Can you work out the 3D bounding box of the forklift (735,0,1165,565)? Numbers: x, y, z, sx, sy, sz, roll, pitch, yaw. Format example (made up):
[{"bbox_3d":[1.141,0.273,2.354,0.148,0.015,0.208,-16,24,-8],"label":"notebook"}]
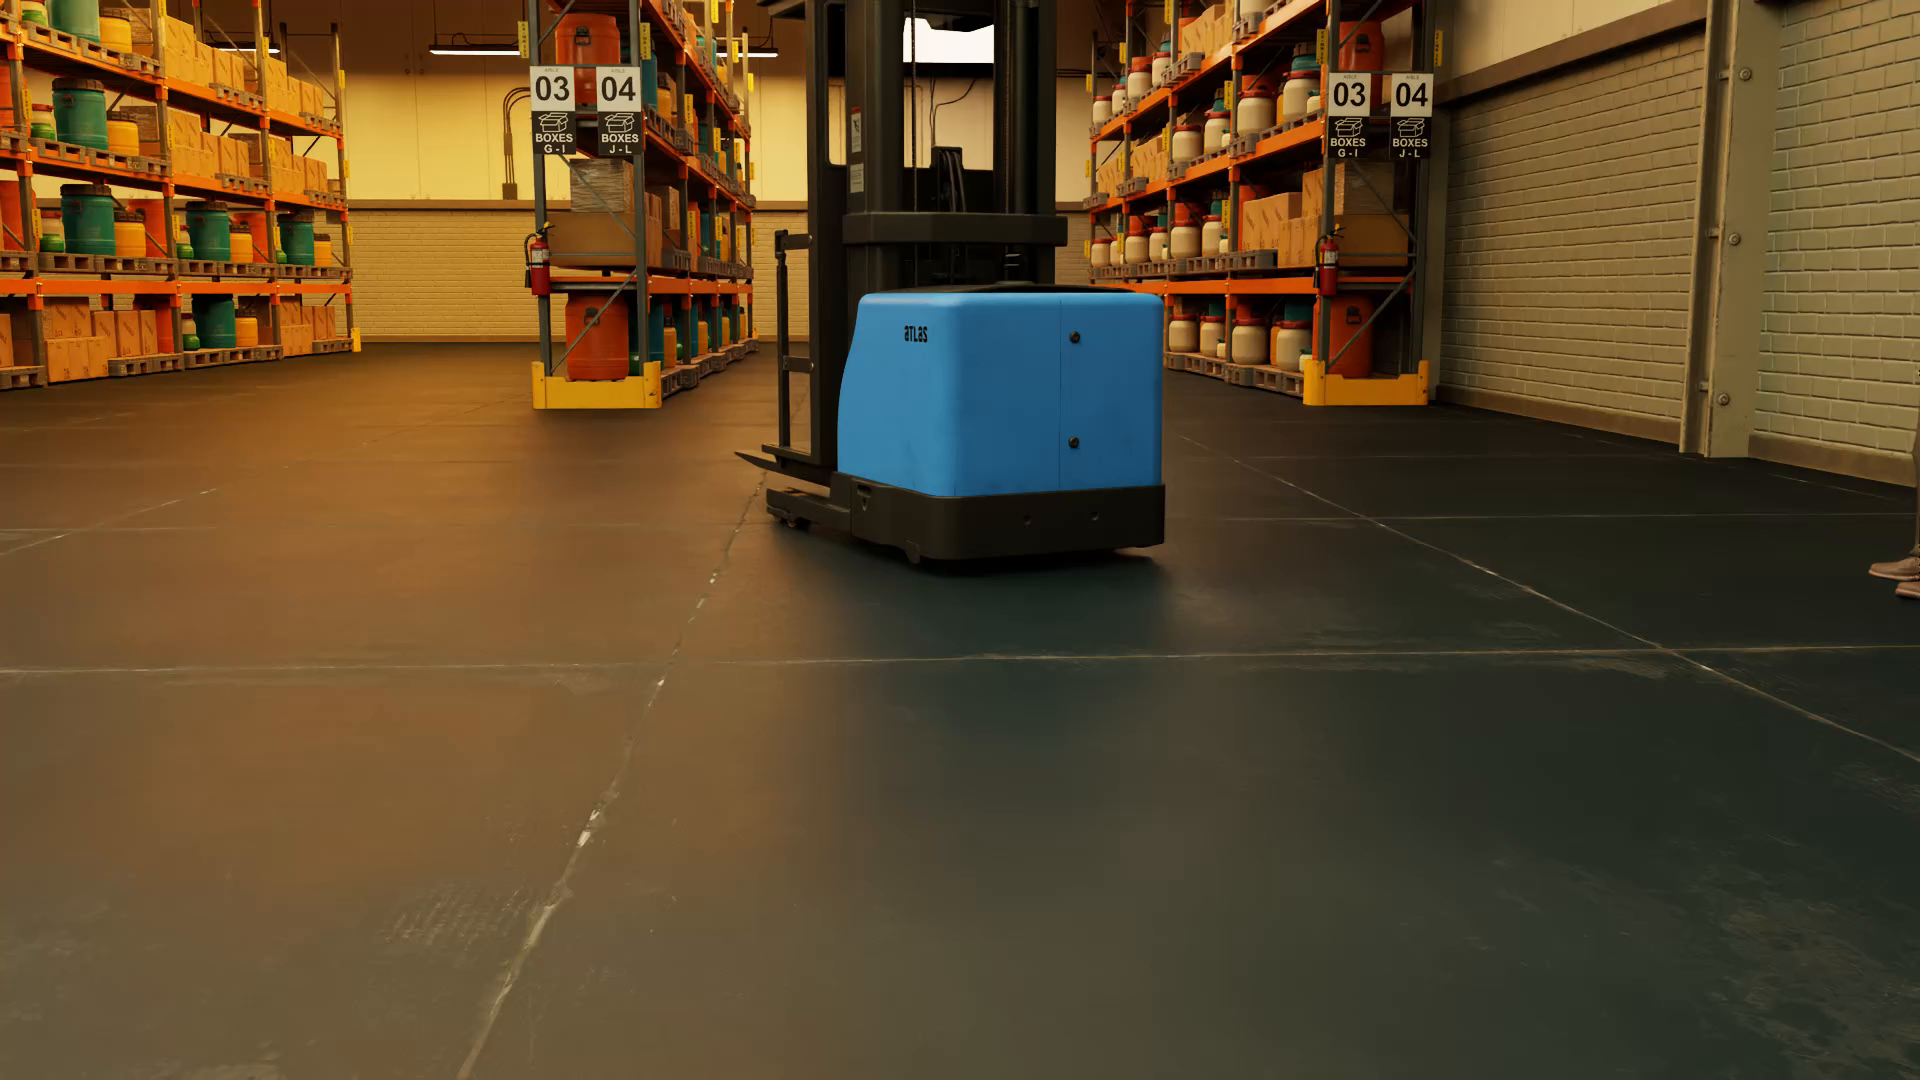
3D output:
[{"bbox_3d":[-0.264,-1.530,7.637,1.130,2.935,3.031,-4,9,-25],"label":"forklift"}]

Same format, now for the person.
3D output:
[{"bbox_3d":[3.587,-0.636,5.980,0.395,1.661,0.590,3,9,22],"label":"person"}]
